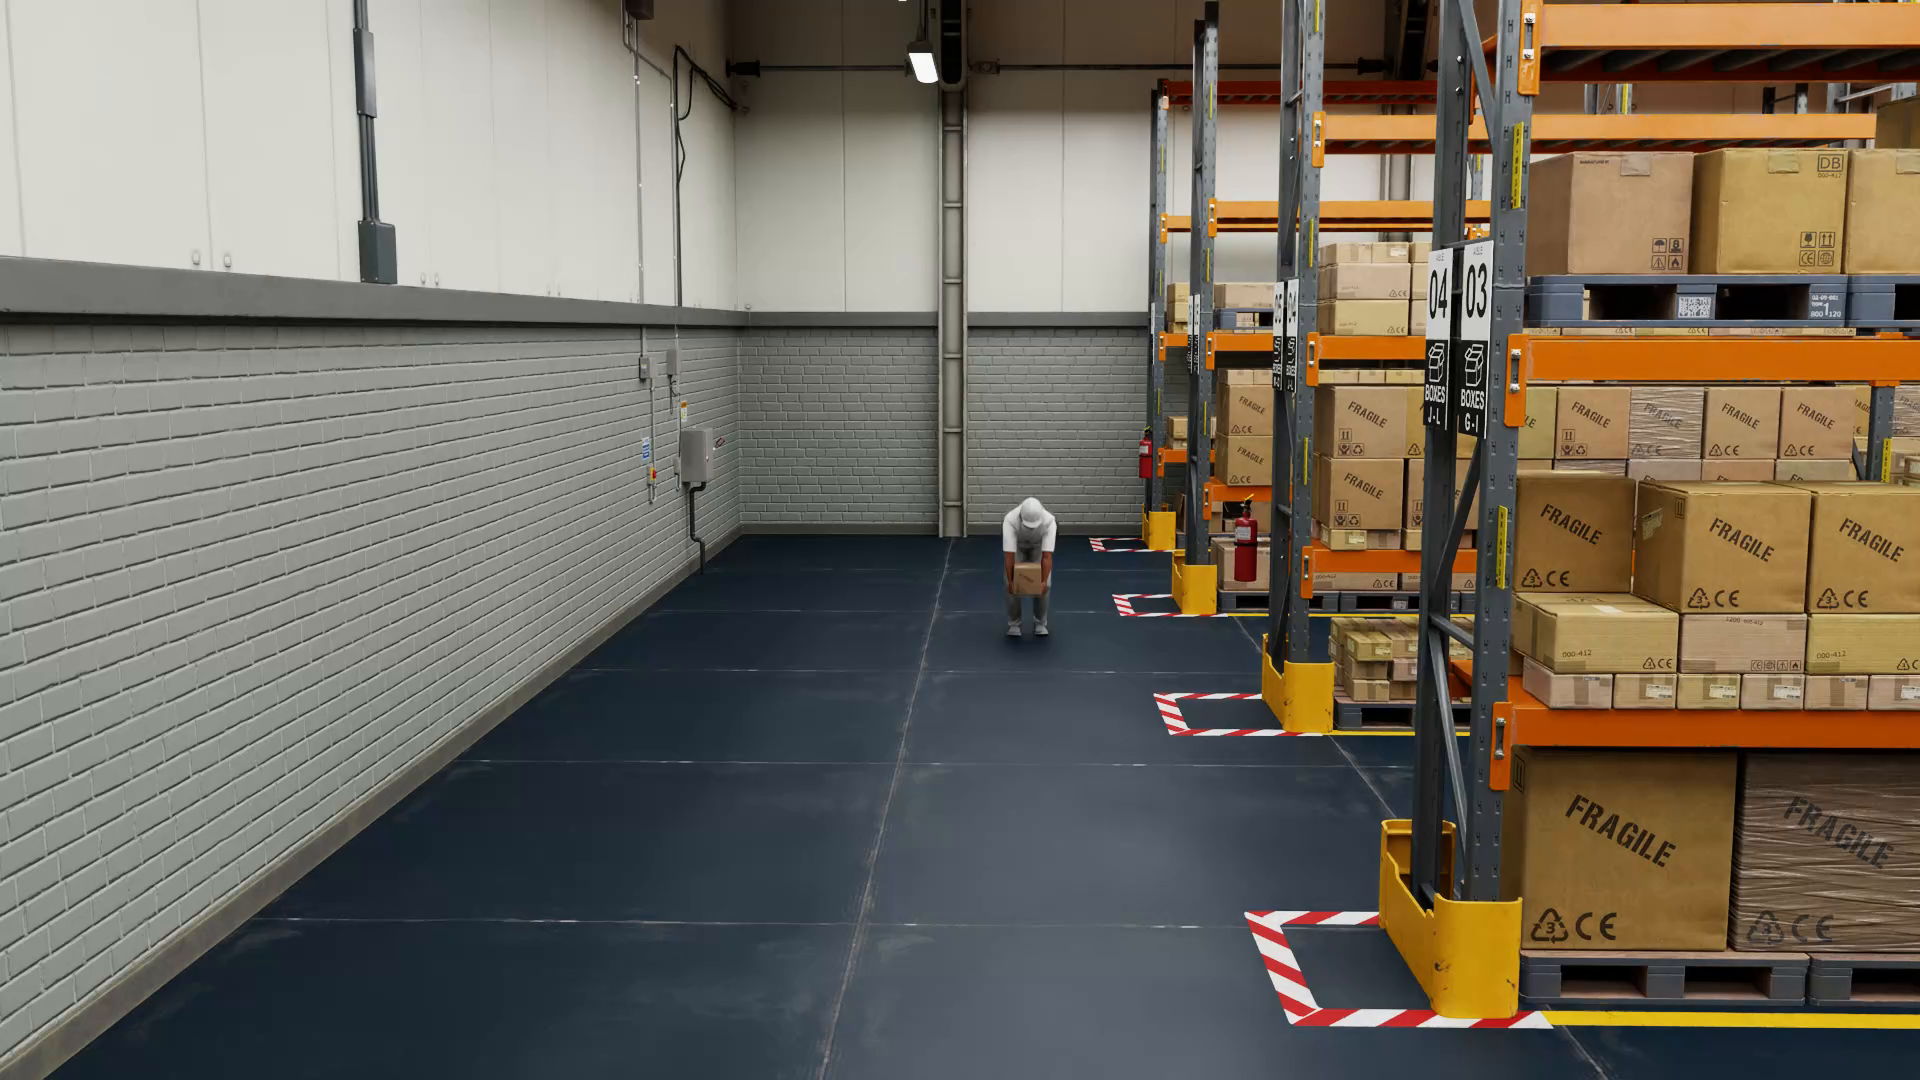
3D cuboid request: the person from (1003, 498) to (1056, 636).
[{"bbox_3d":[0.640,0.244,15.422,0.491,1.342,0.912,0,7,-1],"label":"person"}]
